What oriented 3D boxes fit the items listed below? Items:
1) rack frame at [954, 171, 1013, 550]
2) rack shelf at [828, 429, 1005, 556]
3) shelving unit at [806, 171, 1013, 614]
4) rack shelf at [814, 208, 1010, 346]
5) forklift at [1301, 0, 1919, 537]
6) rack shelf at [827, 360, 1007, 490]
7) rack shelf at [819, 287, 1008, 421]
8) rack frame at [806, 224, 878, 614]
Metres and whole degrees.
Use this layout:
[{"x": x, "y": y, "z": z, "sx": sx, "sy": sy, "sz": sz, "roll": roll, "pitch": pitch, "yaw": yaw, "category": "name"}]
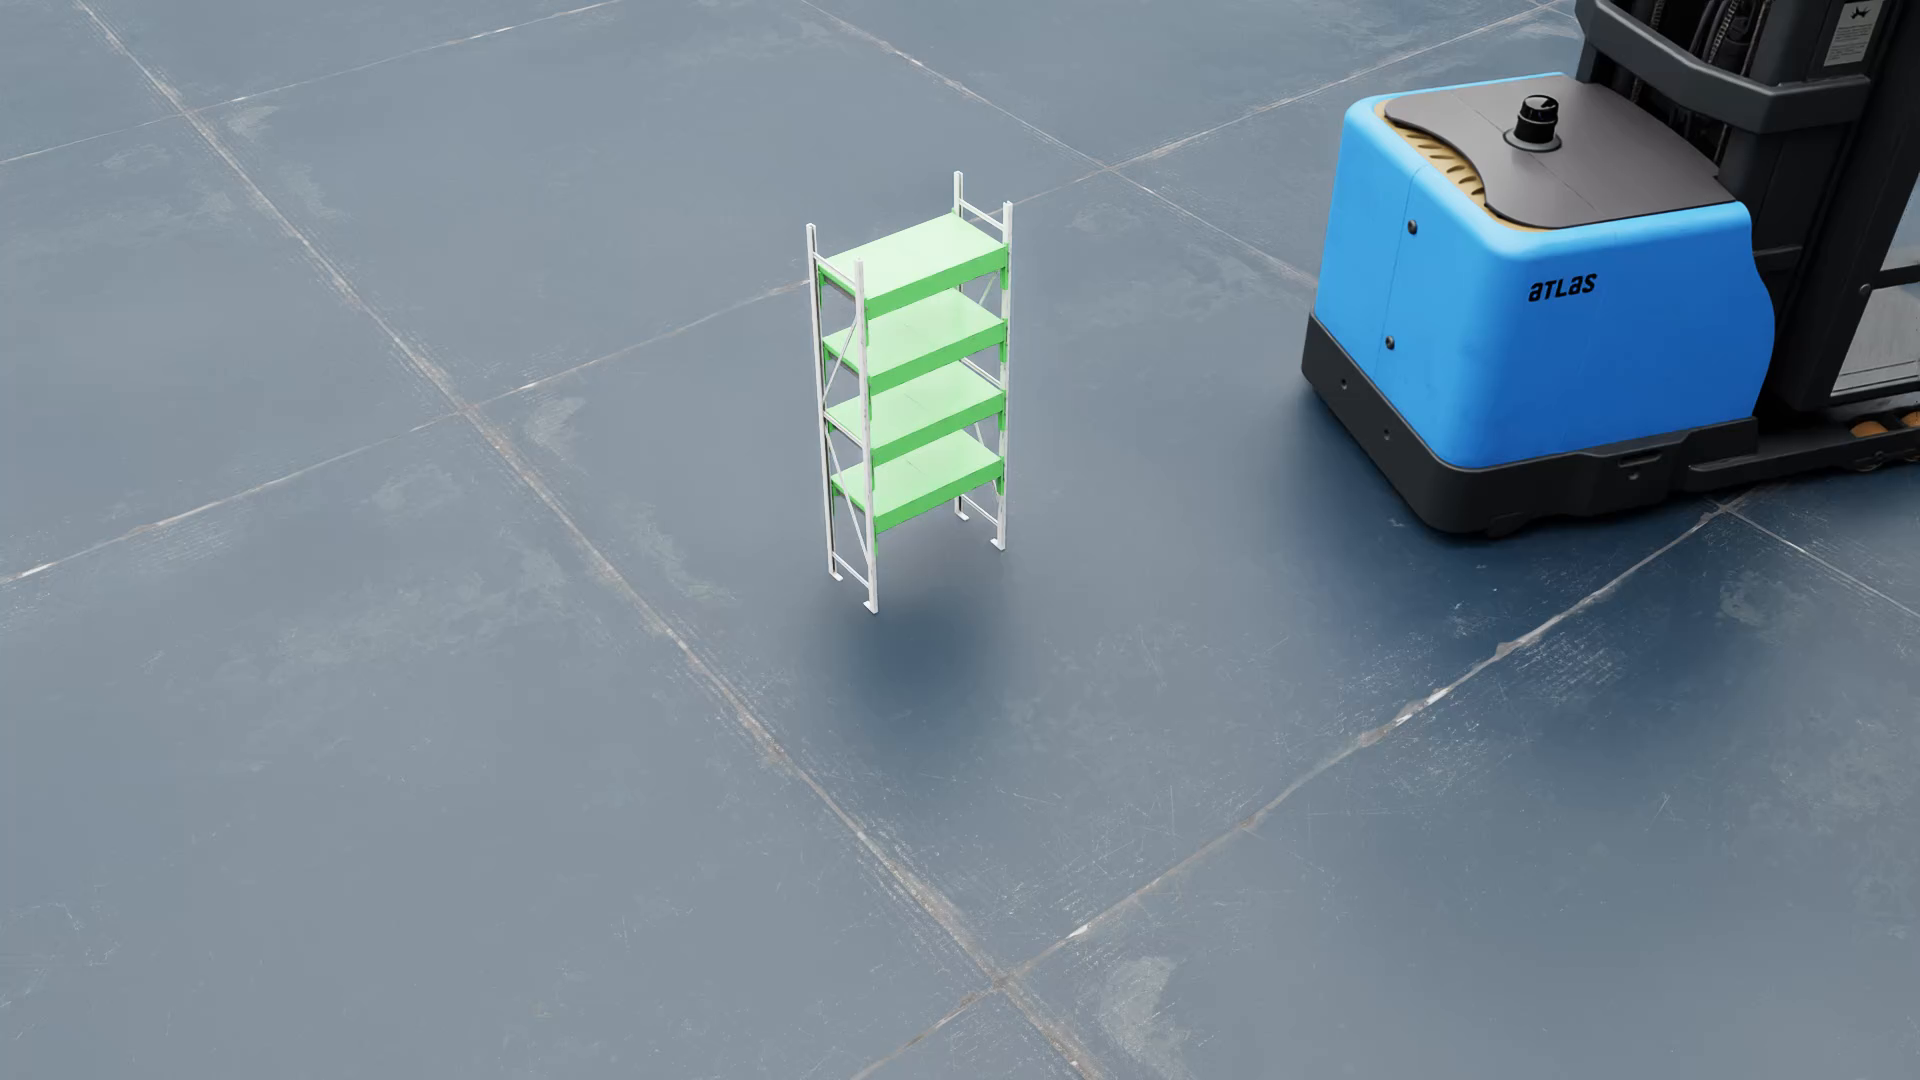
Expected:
[{"x": 0.062, "y": -0.494, "z": 4.906, "sx": 0.015, "sy": 1.200, "sz": 0.240, "roll": -26, "pitch": 46, "yaw": -28, "category": "rack frame"}, {"x": -0.131, "y": -0.165, "z": 4.984, "sx": 0.480, "sy": 0.148, "sz": 0.258, "roll": -26, "pitch": 46, "yaw": -28, "category": "rack shelf"}, {"x": -0.131, "y": -0.400, "z": 4.791, "sx": 0.503, "sy": 1.200, "sz": 0.258, "roll": -26, "pitch": 46, "yaw": -28, "category": "shelving unit"}, {"x": -0.131, "y": -0.722, "z": 4.528, "sx": 0.480, "sy": 0.148, "sz": 0.258, "roll": -26, "pitch": 46, "yaw": -28, "category": "rack shelf"}, {"x": 2.779, "y": -1.672, "z": 4.977, "sx": 3.031, "sy": 2.935, "sz": 1.130, "roll": -11, "pitch": 41, "yaw": -13, "category": "forklift"}, {"x": -0.131, "y": -0.351, "z": 4.832, "sx": 0.480, "sy": 0.148, "sz": 0.258, "roll": -26, "pitch": 46, "yaw": -28, "category": "rack shelf"}, {"x": -0.131, "y": -0.536, "z": 4.680, "sx": 0.480, "sy": 0.148, "sz": 0.258, "roll": -26, "pitch": 46, "yaw": -28, "category": "rack shelf"}, {"x": -0.325, "y": -0.306, "z": 4.677, "sx": 0.015, "sy": 1.200, "sz": 0.240, "roll": -26, "pitch": 46, "yaw": -28, "category": "rack frame"}]
